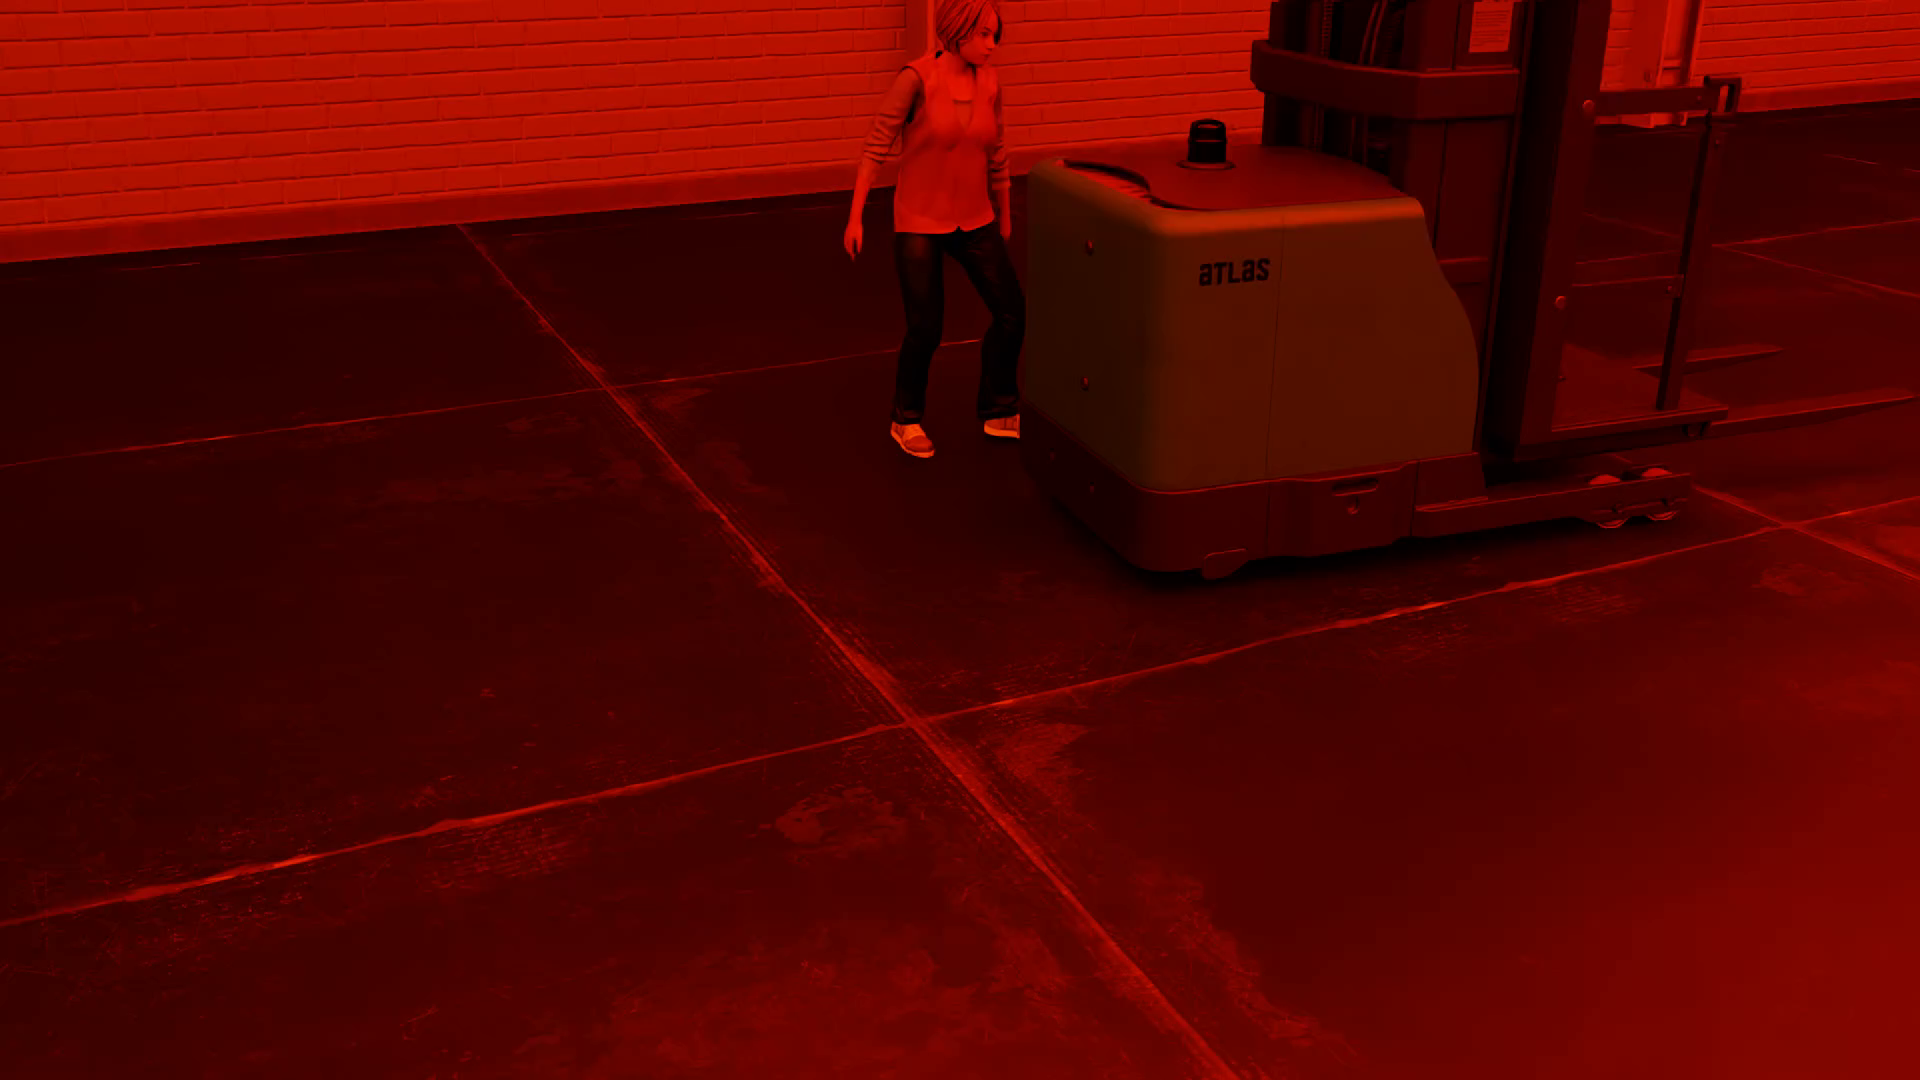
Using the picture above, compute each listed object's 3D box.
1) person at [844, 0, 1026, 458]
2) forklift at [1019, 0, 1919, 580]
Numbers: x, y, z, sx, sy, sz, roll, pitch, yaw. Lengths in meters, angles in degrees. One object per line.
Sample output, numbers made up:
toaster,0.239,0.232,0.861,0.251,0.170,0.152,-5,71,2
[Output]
person,-0.028,-1.048,5.628,0.737,1.565,0.398,-11,25,-24
forklift,1.769,-1.569,5.064,3.031,2.935,1.130,-8,24,-18
